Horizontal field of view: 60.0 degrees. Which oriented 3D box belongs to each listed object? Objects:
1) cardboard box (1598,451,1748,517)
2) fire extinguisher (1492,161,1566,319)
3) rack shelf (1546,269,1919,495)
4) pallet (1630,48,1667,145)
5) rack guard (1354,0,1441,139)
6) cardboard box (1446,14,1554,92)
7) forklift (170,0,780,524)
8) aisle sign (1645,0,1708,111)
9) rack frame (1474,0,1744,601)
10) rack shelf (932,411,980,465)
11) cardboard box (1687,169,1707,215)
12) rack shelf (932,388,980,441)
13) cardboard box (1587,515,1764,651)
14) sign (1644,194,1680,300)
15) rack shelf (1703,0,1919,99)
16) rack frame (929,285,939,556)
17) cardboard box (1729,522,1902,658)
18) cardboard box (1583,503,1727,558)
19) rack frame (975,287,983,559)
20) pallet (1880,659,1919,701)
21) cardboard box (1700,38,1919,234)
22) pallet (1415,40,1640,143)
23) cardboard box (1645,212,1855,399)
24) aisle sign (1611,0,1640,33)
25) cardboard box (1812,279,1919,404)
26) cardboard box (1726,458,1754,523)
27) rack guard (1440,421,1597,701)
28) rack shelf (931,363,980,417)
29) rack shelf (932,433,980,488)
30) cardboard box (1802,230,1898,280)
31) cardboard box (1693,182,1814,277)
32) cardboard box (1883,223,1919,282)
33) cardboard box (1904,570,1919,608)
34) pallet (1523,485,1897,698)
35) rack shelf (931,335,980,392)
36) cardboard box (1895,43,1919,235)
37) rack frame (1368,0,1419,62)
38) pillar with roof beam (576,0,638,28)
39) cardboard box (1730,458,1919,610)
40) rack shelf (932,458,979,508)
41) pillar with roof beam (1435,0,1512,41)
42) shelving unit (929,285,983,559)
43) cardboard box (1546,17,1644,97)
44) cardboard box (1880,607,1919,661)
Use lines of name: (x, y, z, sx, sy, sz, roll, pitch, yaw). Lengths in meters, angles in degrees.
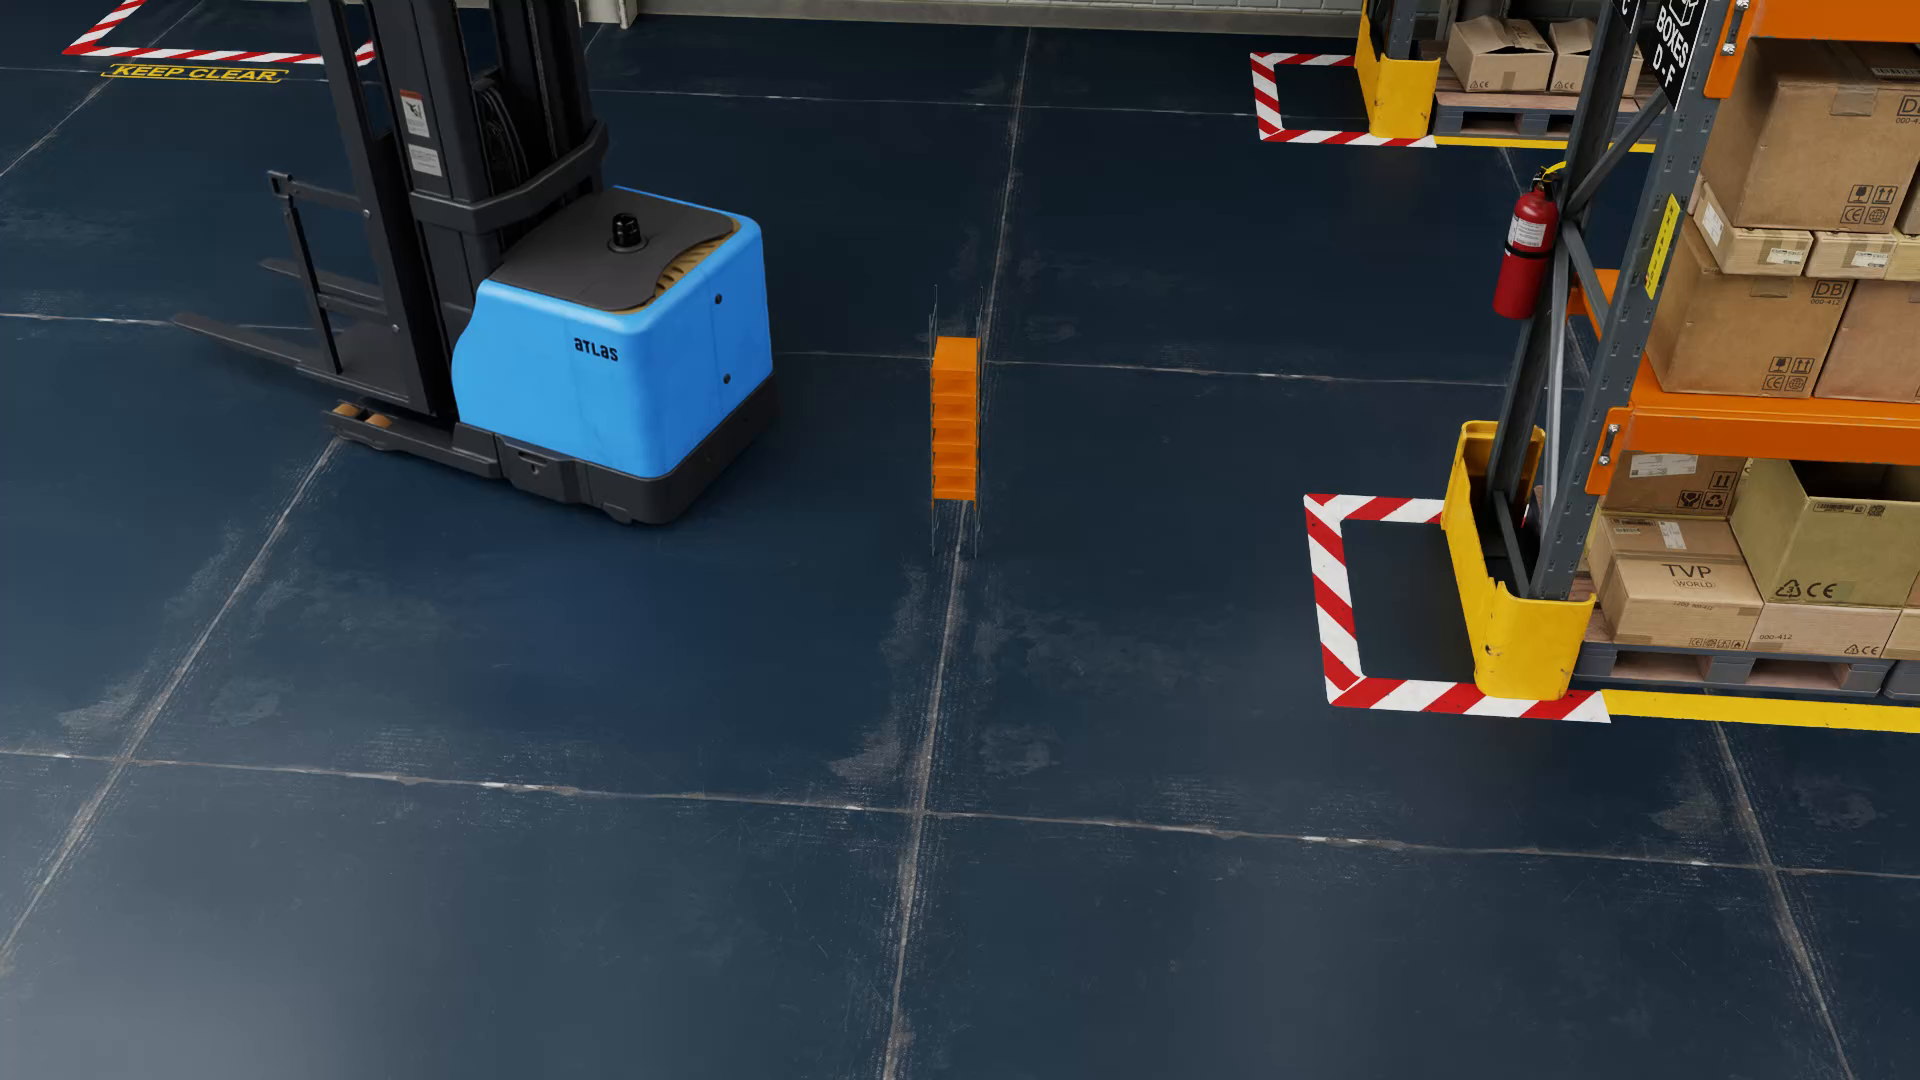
cardboard box: (2.834, -0.454, 6.683, 0.500, 0.500, 0.500, 3, 39, 4)
fire extinguisher: (2.196, -1.177, 6.381, 0.183, 0.674, 0.296, 3, 39, 4)
rack shelf: (4.267, -0.521, 6.083, 4.000, 0.370, 1.077, 3, 39, 4)
pallet: (4.792, -2.804, 10.528, 1.213, 0.211, 1.003, 3, 39, 4)
rack guard: (2.774, -3.051, 10.602, 0.348, 0.500, 1.175, 3, 39, 4)
cardboard box: (3.379, -3.058, 10.412, 0.500, 0.311, 0.500, -1, 39, -1)
forklift: (-2.412, -1.838, 7.186, 3.031, 2.935, 1.130, 17, 42, 20)
aisle sign: (2.182, -1.728, 4.937, 0.004, 0.787, 0.394, 3, 39, 4)
rack frame: (2.274, -0.909, 5.990, 0.127, 3.000, 1.000, 3, 39, 4)
rack shelf: (-0.014, -0.432, 6.900, 0.180, 0.103, 0.258, 3, 39, 4)
cardboard box: (2.671, -1.298, 5.875, 0.250, 0.149, 0.380, 3, 39, 3)
rack shelf: (-0.014, -0.525, 6.824, 0.180, 0.103, 0.258, 3, 39, 4)
cardboard box: (2.789, 0.164, 6.518, 0.500, 0.250, 0.500, 3, 39, 4)
sign: (2.220, -0.926, 5.263, 0.005, 0.325, 0.100, 3, 39, 4)
rack shelf: (4.267, -1.684, 5.136, 4.000, 0.370, 1.077, 3, 39, 4)
rack frame: (-0.106, -0.471, 6.878, 0.006, 1.200, 0.240, 3, 39, 4)
cardboard box: (3.288, 0.189, 6.487, 0.500, 0.250, 0.500, 3, 39, 4)
cardboard box: (2.834, -0.162, 6.918, 0.500, 0.250, 0.500, 3, 39, 4)
rack frame: (0.077, -0.461, 6.866, 0.006, 1.200, 0.240, 3, 39, 4)
pallet: (4.252, 0.256, 6.768, 1.213, 0.211, 1.003, 3, 39, 4)
cardboard box: (2.791, -1.414, 5.504, 0.500, 0.500, 0.700, 3, 39, 4)
pallet: (3.580, -2.872, 10.611, 1.213, 0.211, 1.003, 3, 39, 4)
cardboard box: (2.738, -0.914, 5.917, 0.500, 0.500, 0.700, 3, 39, 4)
aisle sign: (2.234, -2.105, 5.401, 0.004, 0.787, 0.394, 3, 39, 4)
cardboard box: (3.262, -0.888, 5.886, 0.500, 0.500, 0.700, 4, 39, 5)
cardboard box: (3.333, -0.142, 6.894, 0.500, 0.250, 0.500, 3, 39, 4)
rack guard: (2.250, 0.060, 6.781, 0.348, 0.500, 1.175, 3, 39, 4)
rack shelf: (-0.014, -0.618, 6.749, 0.180, 0.103, 0.258, 3, 39, 4)
rack shelf: (-0.014, -0.339, 6.976, 0.180, 0.103, 0.258, 3, 39, 4)
cardboard box: (2.910, -1.029, 5.545, 0.250, 0.149, 0.380, 2, 39, 3)
cardboard box: (2.646, -1.042, 5.561, 0.250, 0.149, 0.380, 3, 39, 4)
cardboard box: (3.158, -1.015, 5.528, 0.250, 0.149, 0.380, 3, 39, 4)
cardboard box: (3.787, -0.082, 6.225, 0.500, 0.500, 0.500, 3, 39, 4)
pallet: (3.040, 0.188, 6.851, 1.213, 0.211, 1.003, 3, 39, 4)
rack shelf: (-0.014, -0.711, 6.673, 0.180, 0.103, 0.258, 3, 39, 4)
cardboard box: (3.315, -1.389, 5.473, 0.500, 0.500, 0.700, 2, 39, 3)
rack frame: (2.698, -4.024, 9.818, 0.127, 3.000, 1.000, 3, 39, 4)
pillar with roof beam: (-2.879, -4.476, 5.621, 0.400, 9.000, 9.100, 3, 39, 4)
cardboard box: (3.288, -0.101, 6.249, 0.500, 0.500, 0.500, 3, 39, 4)
rack shelf: (-0.014, -0.246, 7.052, 0.180, 0.103, 0.258, 3, 39, 4)
pillar with roof beam: (3.098, -4.149, 5.219, 0.400, 9.000, 9.100, 3, 39, 4)
shelving unit: (-0.014, -0.466, 6.872, 0.189, 1.200, 0.258, 3, 39, 4)
cardboard box: (3.947, -3.027, 10.374, 0.500, 0.311, 0.500, 6, 40, 8)
cardboard box: (3.786, 0.217, 6.453, 0.500, 0.250, 0.500, 3, 39, 4)
